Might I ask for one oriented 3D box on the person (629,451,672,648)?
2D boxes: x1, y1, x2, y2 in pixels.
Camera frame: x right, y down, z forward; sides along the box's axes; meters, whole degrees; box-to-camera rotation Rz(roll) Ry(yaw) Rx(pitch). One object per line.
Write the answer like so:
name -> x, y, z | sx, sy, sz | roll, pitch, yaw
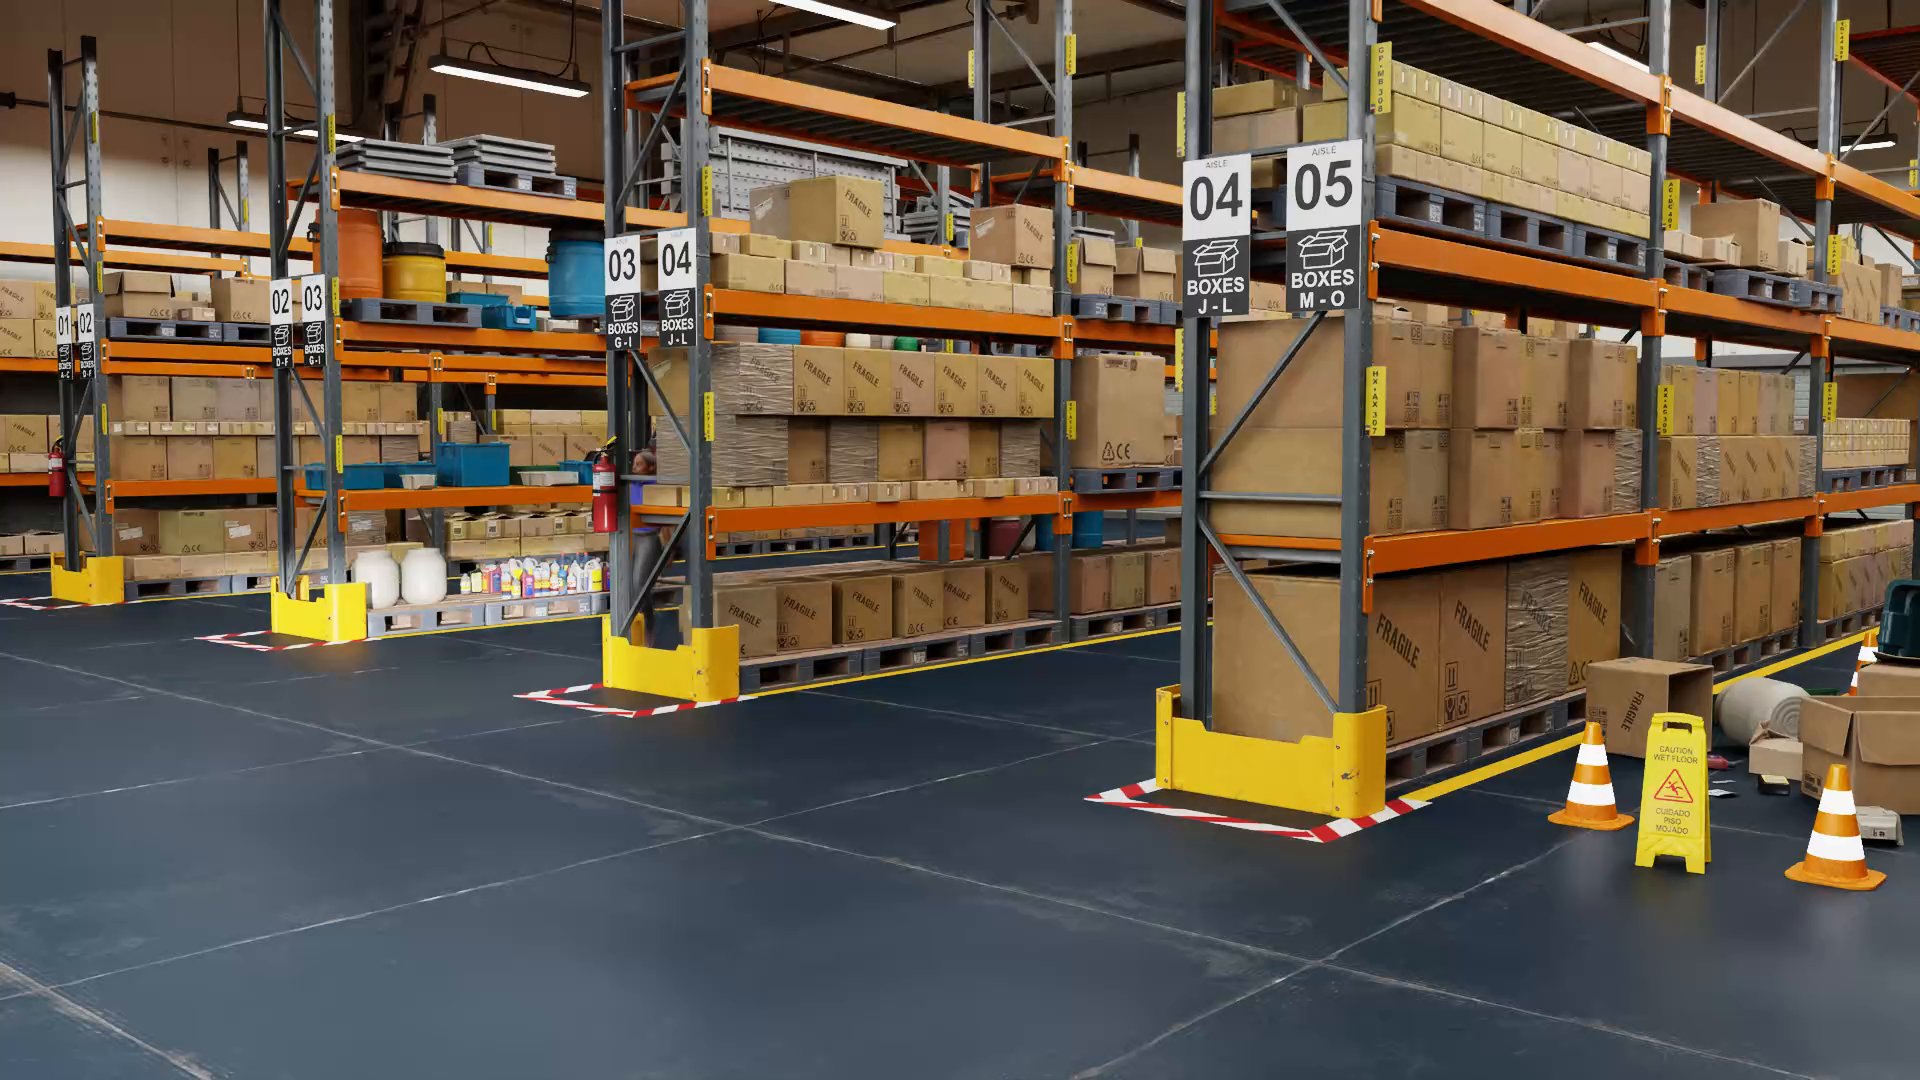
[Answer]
person -> -2.701, 0.107, 13.978 | 0.482, 1.705, 0.487 | 2, 4, 27
